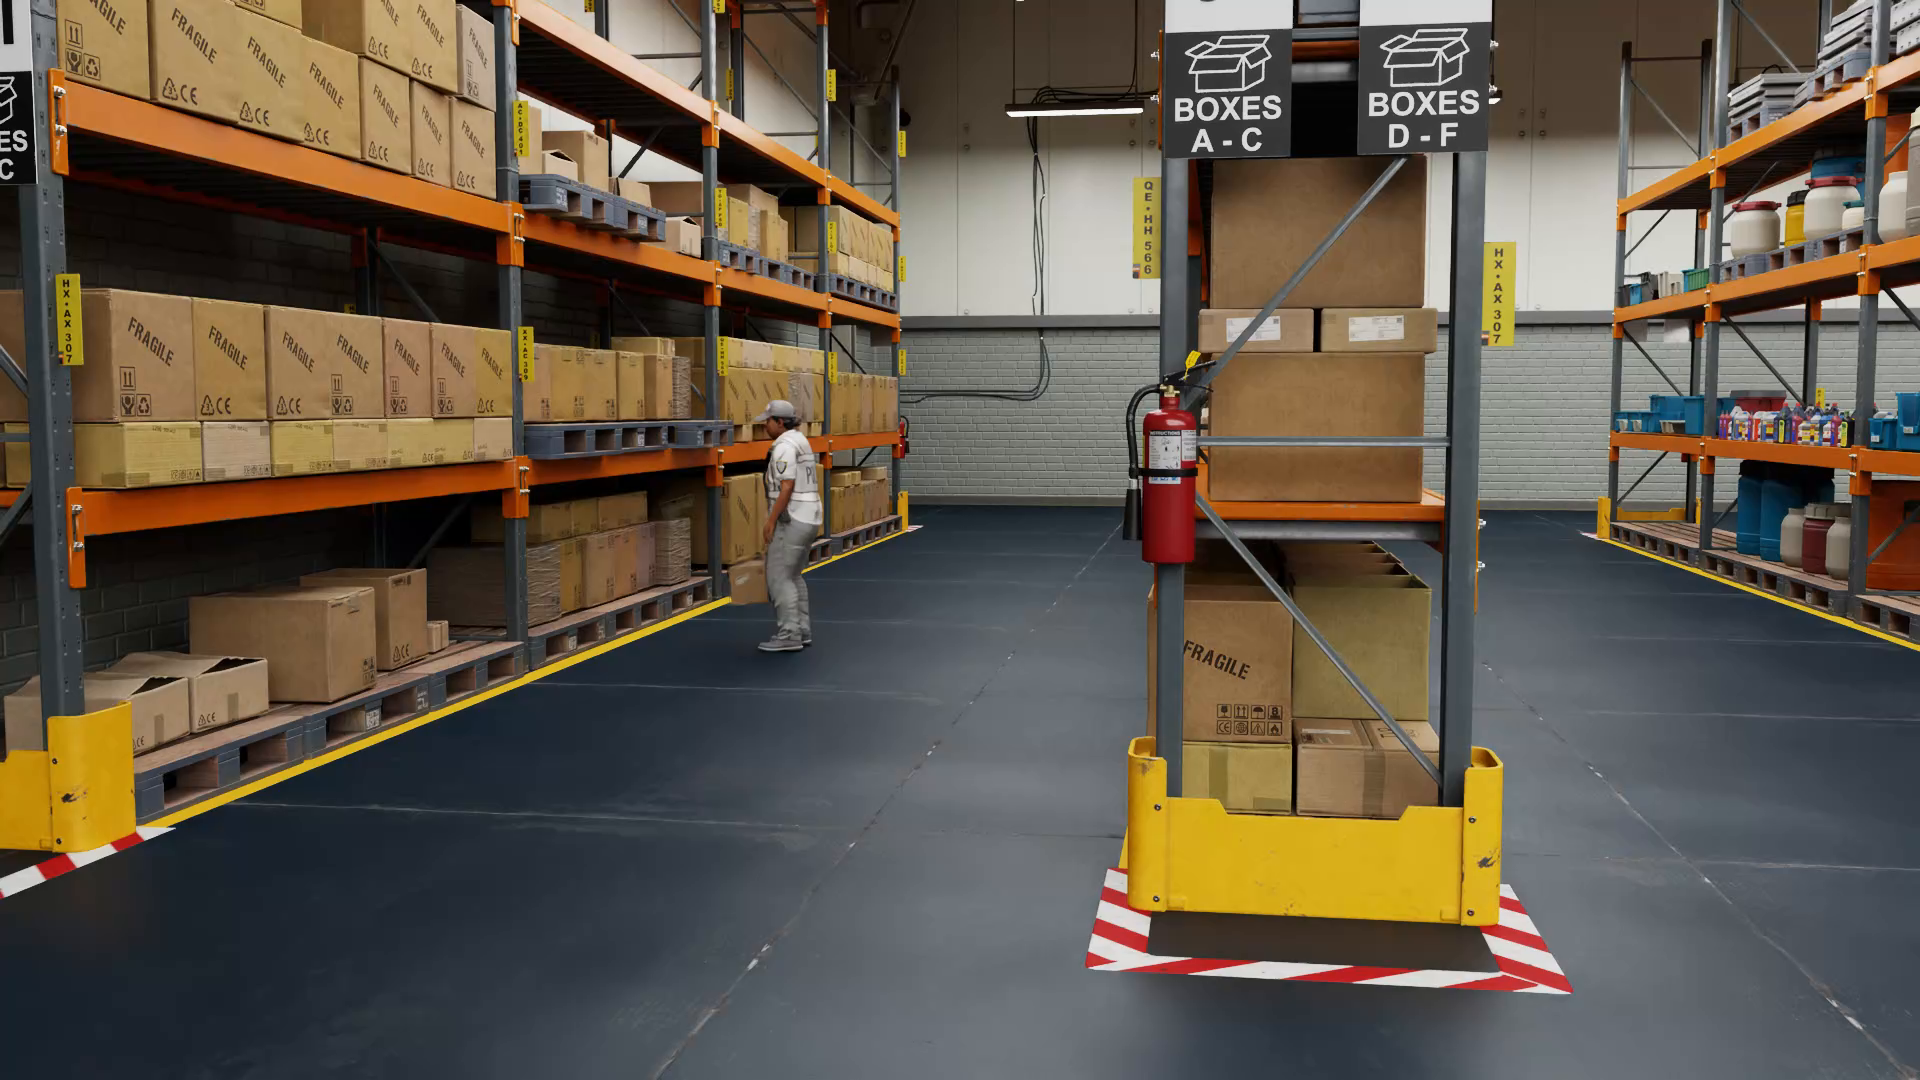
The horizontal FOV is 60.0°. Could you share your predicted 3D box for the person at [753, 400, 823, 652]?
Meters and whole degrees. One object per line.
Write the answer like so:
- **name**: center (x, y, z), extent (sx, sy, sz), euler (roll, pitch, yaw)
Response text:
- **person**: center (-1.152, -0.104, 11.136), extent (0.443, 1.669, 0.528), euler (1, 5, 7)
